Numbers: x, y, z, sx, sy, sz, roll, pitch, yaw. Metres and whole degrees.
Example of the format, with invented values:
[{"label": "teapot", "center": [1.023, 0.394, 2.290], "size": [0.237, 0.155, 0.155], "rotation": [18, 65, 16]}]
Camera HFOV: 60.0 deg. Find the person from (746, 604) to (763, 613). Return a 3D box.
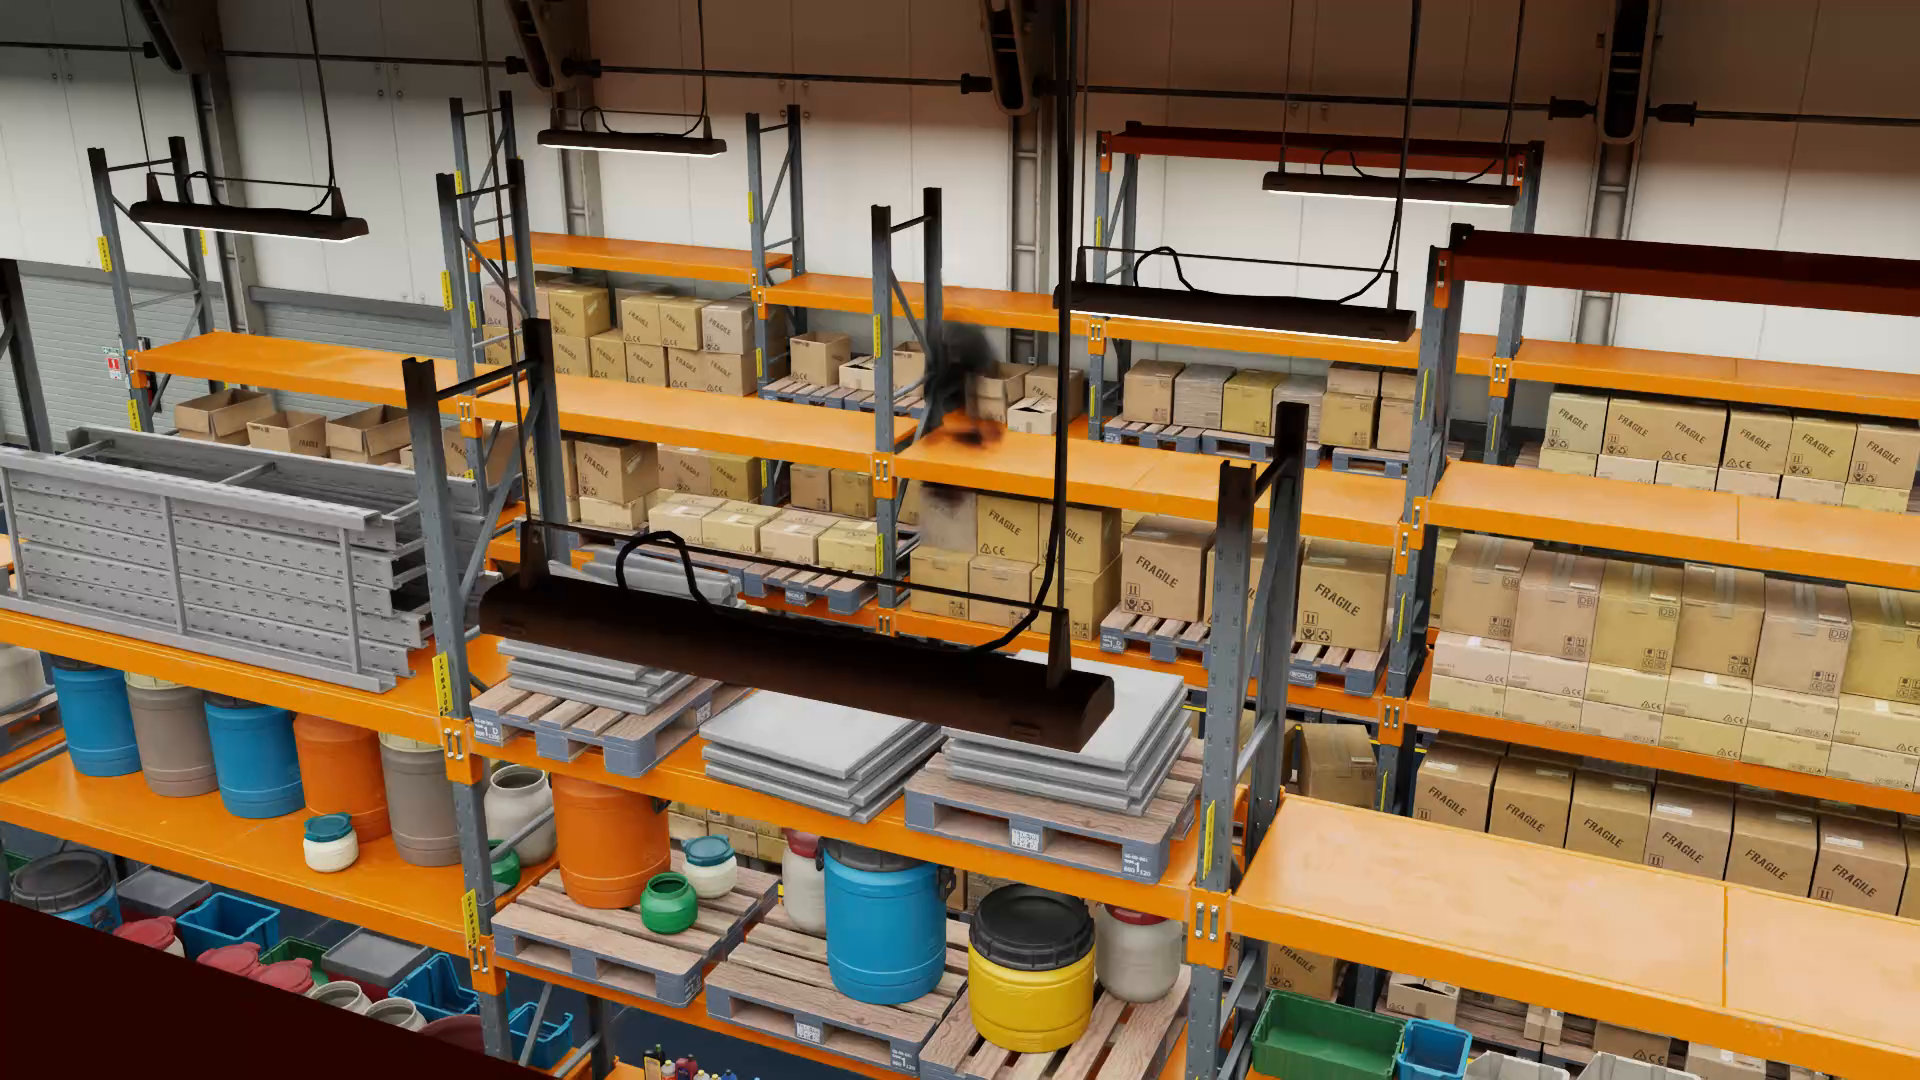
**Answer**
[{"label": "person", "center": [-2.039, 1.150, 17.330], "size": [0.908, 1.676, 0.570], "rotation": [6, 21, 15]}]
